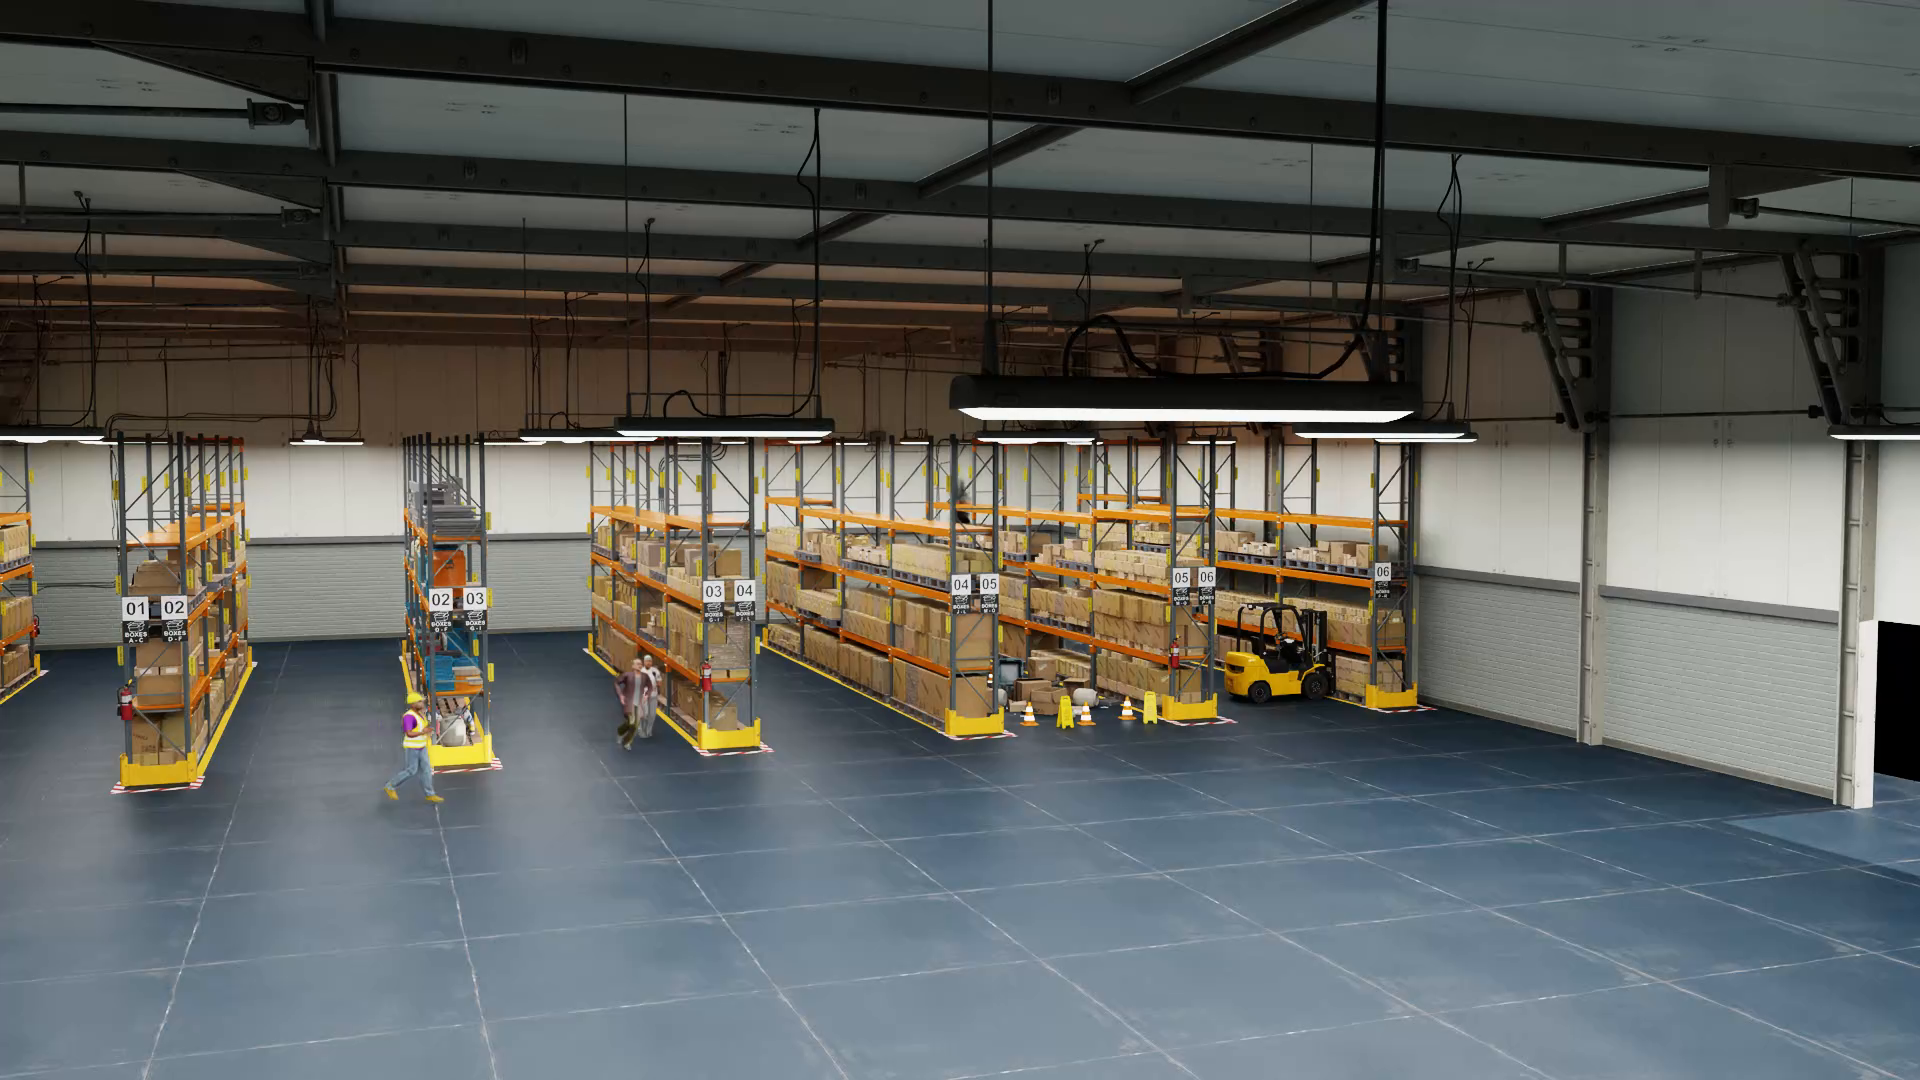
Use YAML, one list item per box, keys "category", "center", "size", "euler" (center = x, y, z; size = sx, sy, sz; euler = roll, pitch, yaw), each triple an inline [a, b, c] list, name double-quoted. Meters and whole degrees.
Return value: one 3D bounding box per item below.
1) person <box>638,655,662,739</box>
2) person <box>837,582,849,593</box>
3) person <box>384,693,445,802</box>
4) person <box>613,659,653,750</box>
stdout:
- category: "person"
  center: [-6.138, 3.084, 32.665]
  size: [0.589, 1.645, 0.645]
  euler: [-1, 3, -25]
- category: "person"
  center: [-3.396, 1.968, 48.185]
  size: [0.525, 1.675, 0.695]
  euler: [-2, 4, -33]
- category: "person"
  center: [-8.762, 3.331, 26.670]
  size: [0.948, 1.758, 0.723]
  euler: [0, 3, 3]
- category: "person"
  center: [-6.173, 3.122, 31.625]
  size: [0.730, 1.722, 0.580]
  euler: [-2, 4, -34]
